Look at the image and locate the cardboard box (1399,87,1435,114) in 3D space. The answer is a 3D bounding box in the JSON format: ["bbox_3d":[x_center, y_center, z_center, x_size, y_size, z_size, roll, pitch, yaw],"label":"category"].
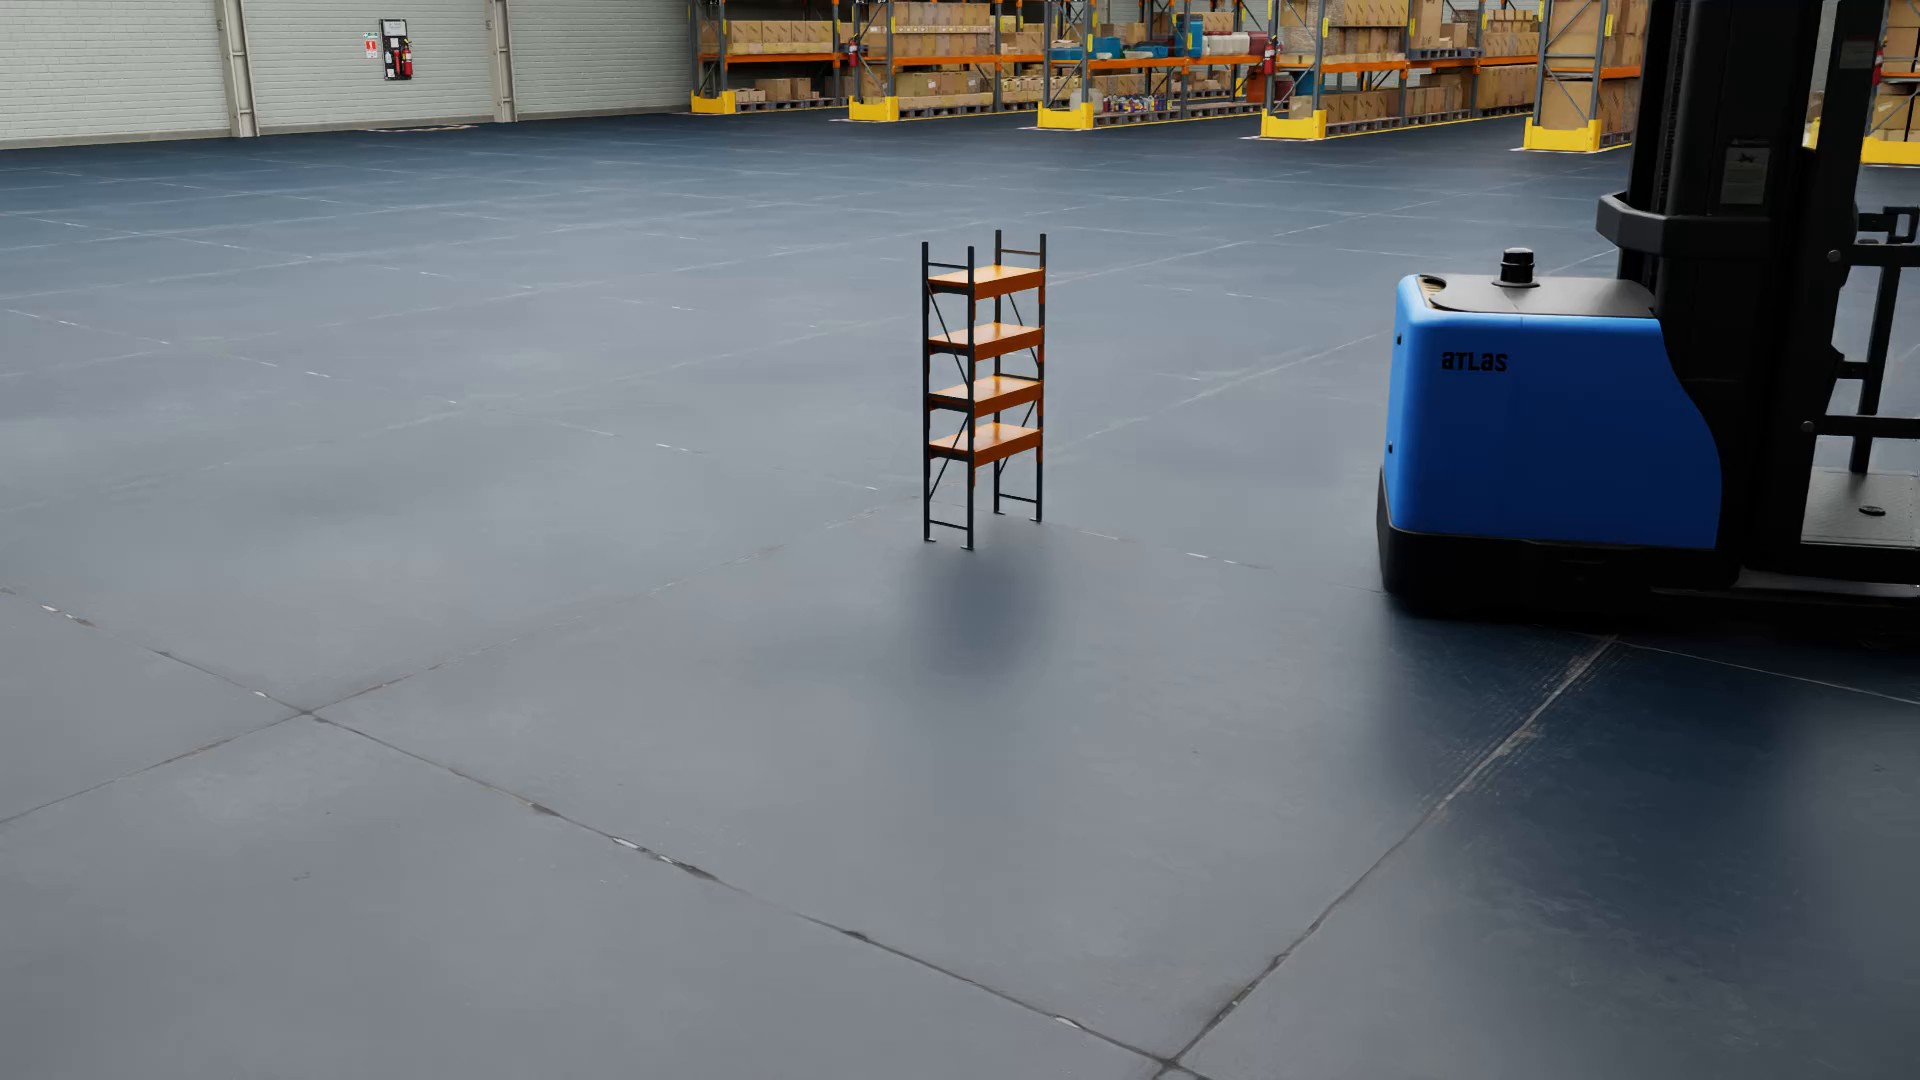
[{"bbox_3d":[9.489,-9.198,34.779,0.700,0.500,0.500,10,20,30],"label":"cardboard box"}]

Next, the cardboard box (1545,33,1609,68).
[{"bbox_3d":[10.198,-8.110,27.550,0.875,0.550,0.550,12,21,35],"label":"cardboard box"}]

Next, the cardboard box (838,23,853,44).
[{"bbox_3d":[-3.130,-12.795,41.977,0.700,0.500,0.500,12,21,35],"label":"cardboard box"}]

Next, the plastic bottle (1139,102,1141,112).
[{"bbox_3d":[3.765,-9.098,34.959,0.097,0.201,0.097,0,17,0],"label":"plastic bottle"}]

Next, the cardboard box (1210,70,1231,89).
[{"bbox_3d":[7.543,-13.249,47.822,0.500,0.500,0.500,12,21,35],"label":"cardboard box"}]

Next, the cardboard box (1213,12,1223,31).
[{"bbox_3d":[7.020,-14.531,46.624,0.500,0.500,0.500,13,22,36],"label":"cardboard box"}]

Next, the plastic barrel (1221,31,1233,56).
[{"bbox_3d":[5.936,-11.203,37.532,0.433,0.535,0.433,0,17,0],"label":"plastic barrel"}]

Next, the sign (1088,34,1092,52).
[{"bbox_3d":[2.551,-9.752,32.623,0.100,0.325,0.005,12,21,35],"label":"sign"}]

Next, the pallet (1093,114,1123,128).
[{"bbox_3d":[2.608,-8.605,34.099,1.003,0.211,1.213,12,21,35],"label":"pallet"}]

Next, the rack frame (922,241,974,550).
[{"bbox_3d":[-0.047,-0.554,6.506,0.240,1.200,0.015,12,21,35],"label":"rack frame"}]

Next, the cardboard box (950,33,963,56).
[{"bbox_3d":[-0.351,-11.243,37.720,0.700,0.500,0.500,13,21,35],"label":"cardboard box"}]

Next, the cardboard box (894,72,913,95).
[{"bbox_3d":[-1.199,-10.261,37.392,0.500,0.500,0.500,12,21,35],"label":"cardboard box"}]

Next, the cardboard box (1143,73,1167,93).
[{"bbox_3d":[5.222,-12.301,44.770,0.500,0.500,0.500,12,21,34],"label":"cardboard box"}]

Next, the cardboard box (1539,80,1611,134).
[{"bbox_3d":[10.364,-7.302,28.073,0.875,0.875,0.875,13,21,35],"label":"cardboard box"}]

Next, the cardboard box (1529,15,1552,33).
[{"bbox_3d":[13.730,-12.199,39.455,0.500,0.500,0.500,12,21,35],"label":"cardboard box"}]

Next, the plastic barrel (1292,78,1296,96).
[{"bbox_3d":[8.094,-11.175,41.158,0.421,0.512,0.421,0,17,0],"label":"plastic barrel"}]

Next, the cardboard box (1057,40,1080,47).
[{"bbox_3d":[2.651,-12.378,41.697,0.500,0.311,0.500,14,22,38],"label":"cardboard box"}]

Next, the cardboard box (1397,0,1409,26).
[{"bbox_3d":[8.426,-10.307,32.521,0.500,0.500,0.500,12,21,35],"label":"cardboard box"}]

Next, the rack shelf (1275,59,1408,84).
[{"bbox_3d":[7.281,-8.976,31.803,1.077,0.370,4.000,12,21,35],"label":"rack shelf"}]

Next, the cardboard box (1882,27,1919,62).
[{"bbox_3d":[14.151,-7.460,25.037,0.500,0.500,0.500,12,21,34],"label":"cardboard box"}]

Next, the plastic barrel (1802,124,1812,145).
[{"bbox_3d":[14.063,-6.621,27.351,0.421,0.421,0.512,-4,18,-13],"label":"plastic barrel"}]

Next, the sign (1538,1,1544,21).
[{"bbox_3d":[9.585,-8.708,27.375,0.100,0.325,0.005,12,21,35],"label":"sign"}]

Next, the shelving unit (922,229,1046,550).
[{"bbox_3d":[0.099,-0.612,6.693,0.258,1.200,0.503,12,21,35],"label":"shelving unit"}]

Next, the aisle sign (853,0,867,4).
[{"bbox_3d":[-2.139,-11.872,35.533,0.394,0.787,0.004,12,21,35],"label":"aisle sign"}]

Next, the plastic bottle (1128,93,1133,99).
[{"bbox_3d":[3.681,-9.497,35.993,0.144,0.351,0.185,13,22,36],"label":"plastic bottle"}]

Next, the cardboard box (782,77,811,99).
[{"bbox_3d":[-4.047,-11.184,41.172,0.500,0.500,0.500,11,20,31],"label":"cardboard box"}]

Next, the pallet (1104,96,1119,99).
[{"bbox_3d":[3.378,-11.339,42.902,1.003,0.211,1.213,12,21,35],"label":"pallet"}]

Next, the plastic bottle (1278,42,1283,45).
[{"bbox_3d":[7.672,-11.721,39.637,0.152,0.276,0.135,12,21,35],"label":"plastic bottle"}]

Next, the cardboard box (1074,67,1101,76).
[{"bbox_3d":[3.302,-12.153,43.028,0.500,0.250,0.500,13,22,37],"label":"cardboard box"}]

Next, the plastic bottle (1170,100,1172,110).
[{"bbox_3d":[4.529,-9.403,35.943,0.097,0.201,0.097,0,17,0],"label":"plastic bottle"}]

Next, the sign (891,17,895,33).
[{"bbox_3d":[-1.422,-10.946,35.341,0.100,0.325,0.005,12,21,35],"label":"sign"}]

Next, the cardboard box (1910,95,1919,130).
[{"bbox_3d":[14.765,-6.486,25.237,0.500,0.500,0.500,12,21,33],"label":"cardboard box"}]

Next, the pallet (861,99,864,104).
[{"bbox_3d":[-2.272,-11.567,43.637,1.003,0.211,1.213,12,21,35],"label":"pallet"}]

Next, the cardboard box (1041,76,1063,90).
[{"bbox_3d":[2.181,-11.242,40.870,0.500,0.311,0.500,12,21,34],"label":"cardboard box"}]

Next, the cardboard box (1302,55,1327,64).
[{"bbox_3d":[6.451,-8.749,30.282,0.380,0.149,0.250,12,21,35],"label":"cardboard box"}]

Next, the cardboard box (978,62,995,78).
[{"bbox_3d":[0.495,-13.111,46.822,0.750,0.750,0.750,13,22,36],"label":"cardboard box"}]

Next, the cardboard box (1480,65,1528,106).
[{"bbox_3d":[12.343,-10.518,38.431,1.225,0.875,0.875,12,21,33],"label":"cardboard box"}]

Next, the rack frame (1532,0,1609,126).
[{"bbox_3d":[10.013,-7.942,27.262,1.000,3.000,0.127,12,21,35],"label":"rack frame"}]

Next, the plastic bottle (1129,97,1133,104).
[{"bbox_3d":[3.692,-9.403,35.825,0.097,0.271,0.097,0,17,0],"label":"plastic bottle"}]

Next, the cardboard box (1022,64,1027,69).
[{"bbox_3d":[2.057,-13.993,49.159,0.380,0.149,0.250,12,21,33],"label":"cardboard box"}]

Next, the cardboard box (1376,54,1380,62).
[{"bbox_3d":[7.913,-9.350,32.219,0.380,0.149,0.250,12,21,35],"label":"cardboard box"}]

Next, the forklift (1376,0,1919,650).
[{"bbox_3d":[3.085,-1.192,5.640,3.031,2.935,1.130,3,18,11],"label":"forklift"}]

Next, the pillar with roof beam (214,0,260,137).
[{"bbox_3d":[-9.815,-11.035,27.104,9.100,9.000,0.400,12,21,35],"label":"pillar with roof beam"}]

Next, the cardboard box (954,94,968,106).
[{"bbox_3d":[-0.173,-10.046,37.966,0.500,0.250,0.500,12,21,35],"label":"cardboard box"}]

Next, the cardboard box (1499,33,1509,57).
[{"bbox_3d":[11.972,-11.110,37.293,0.500,0.500,0.500,12,21,34],"label":"cardboard box"}]

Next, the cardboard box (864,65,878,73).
[{"bbox_3d":[-2.469,-12.204,43.195,0.500,0.250,0.500,12,21,33],"label":"cardboard box"}]

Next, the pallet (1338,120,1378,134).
[{"bbox_3d":[7.375,-8.006,32.169,1.003,0.211,1.213,12,21,35],"label":"pallet"}]

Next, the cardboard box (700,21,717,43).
[{"bbox_3d":[-5.734,-11.915,39.008,0.500,0.500,0.500,12,21,34],"label":"cardboard box"}]

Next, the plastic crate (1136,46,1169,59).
[{"bbox_3d":[4.054,-10.288,35.067,0.499,0.251,0.616,12,21,35],"label":"plastic crate"}]

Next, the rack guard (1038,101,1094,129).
[{"bbox_3d":[2.119,-8.551,33.436,1.175,0.500,0.348,12,21,35],"label":"rack guard"}]

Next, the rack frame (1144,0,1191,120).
[{"bbox_3d":[4.495,-10.671,36.048,1.000,3.000,0.127,12,21,35],"label":"rack frame"}]

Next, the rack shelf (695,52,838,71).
[{"bbox_3d":[-4.653,-11.602,40.259,1.077,0.370,4.000,12,21,35],"label":"rack shelf"}]

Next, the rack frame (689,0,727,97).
[{"bbox_3d":[-5.844,-11.469,38.618,1.000,3.000,0.127,12,21,35],"label":"rack frame"}]

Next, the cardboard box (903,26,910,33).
[{"bbox_3d":[-1.302,-11.071,36.073,0.380,0.149,0.250,12,21,33],"label":"cardboard box"}]

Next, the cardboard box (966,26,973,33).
[{"bbox_3d":[0.071,-11.618,37.836,0.380,0.149,0.250,12,21,35],"label":"cardboard box"}]

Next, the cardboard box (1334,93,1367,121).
[{"bbox_3d":[7.561,-8.415,32.290,0.500,0.500,0.500,10,20,30],"label":"cardboard box"}]
